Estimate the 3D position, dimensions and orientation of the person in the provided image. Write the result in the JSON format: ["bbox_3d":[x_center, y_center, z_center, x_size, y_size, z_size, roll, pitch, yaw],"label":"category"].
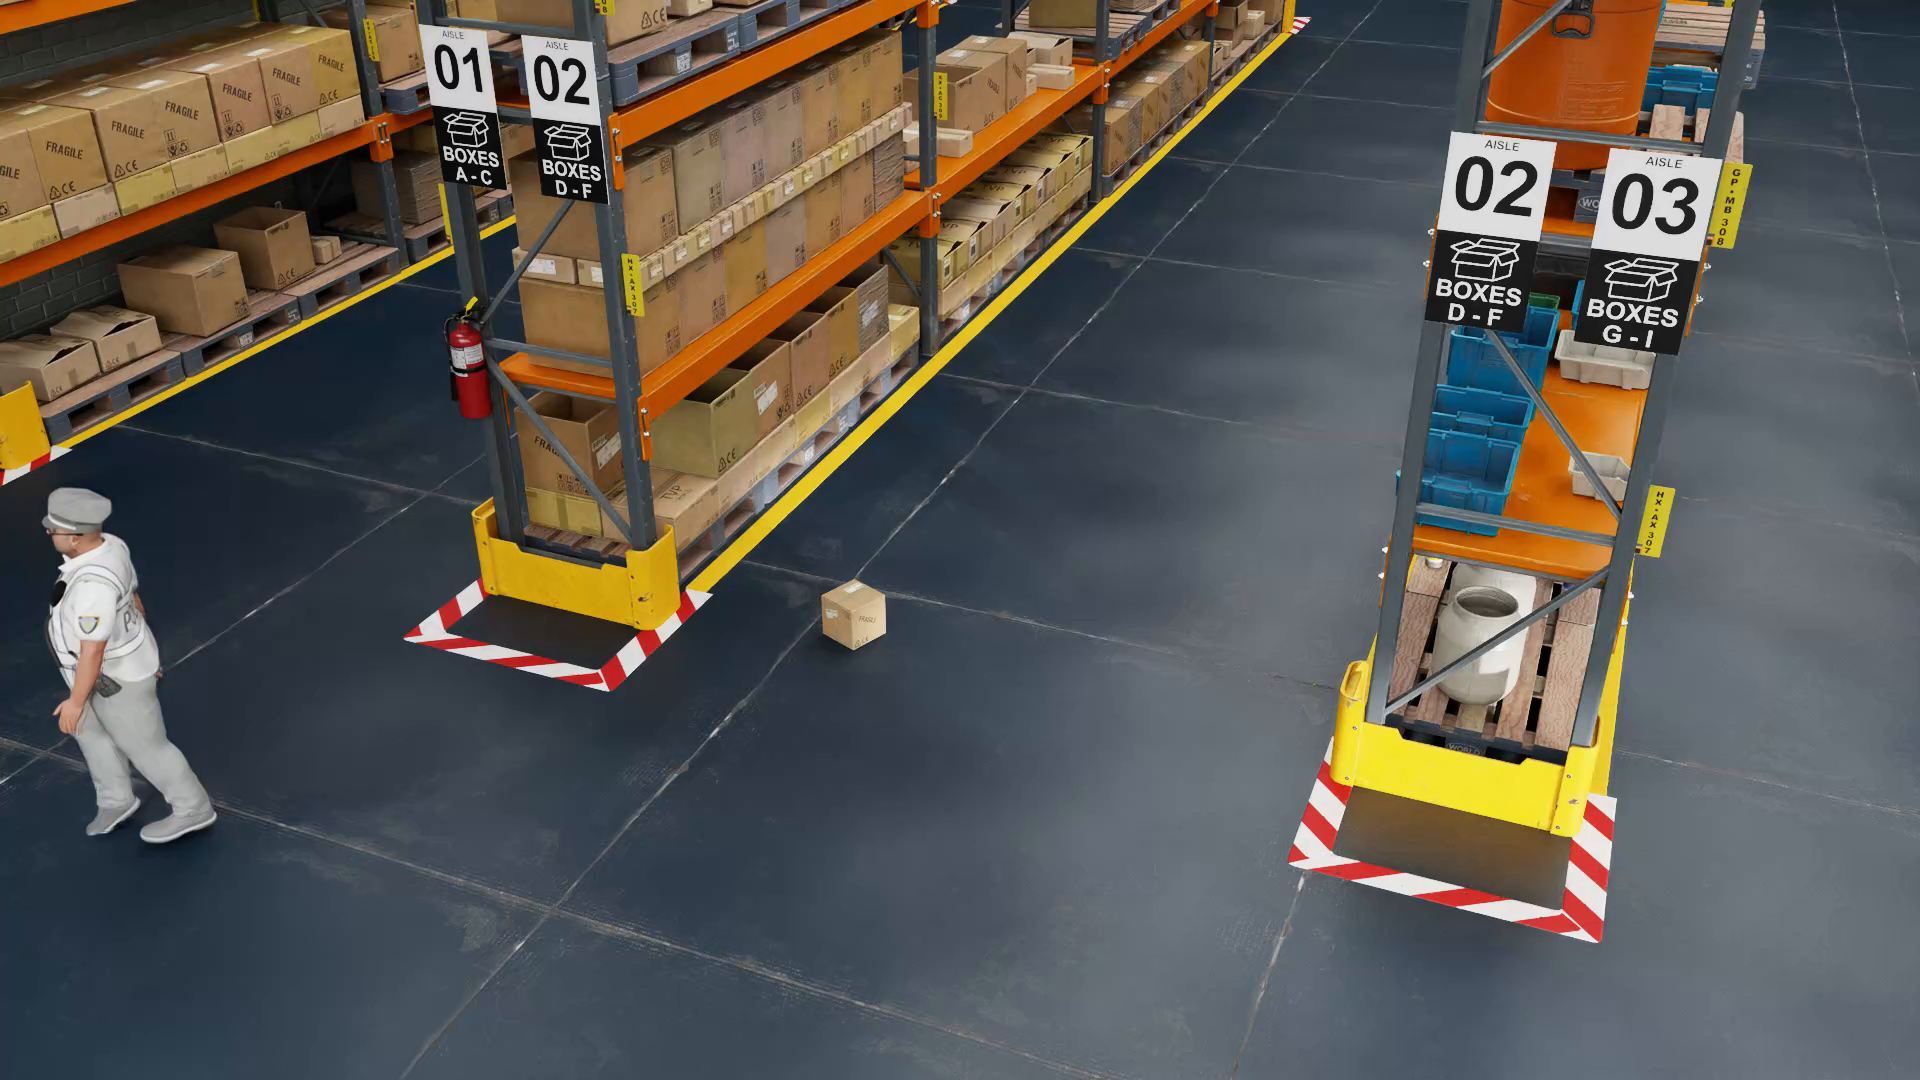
[{"bbox_3d":[-3.775,0.623,7.317,0.614,1.855,0.533,-11,31,-19],"label":"person"}]
